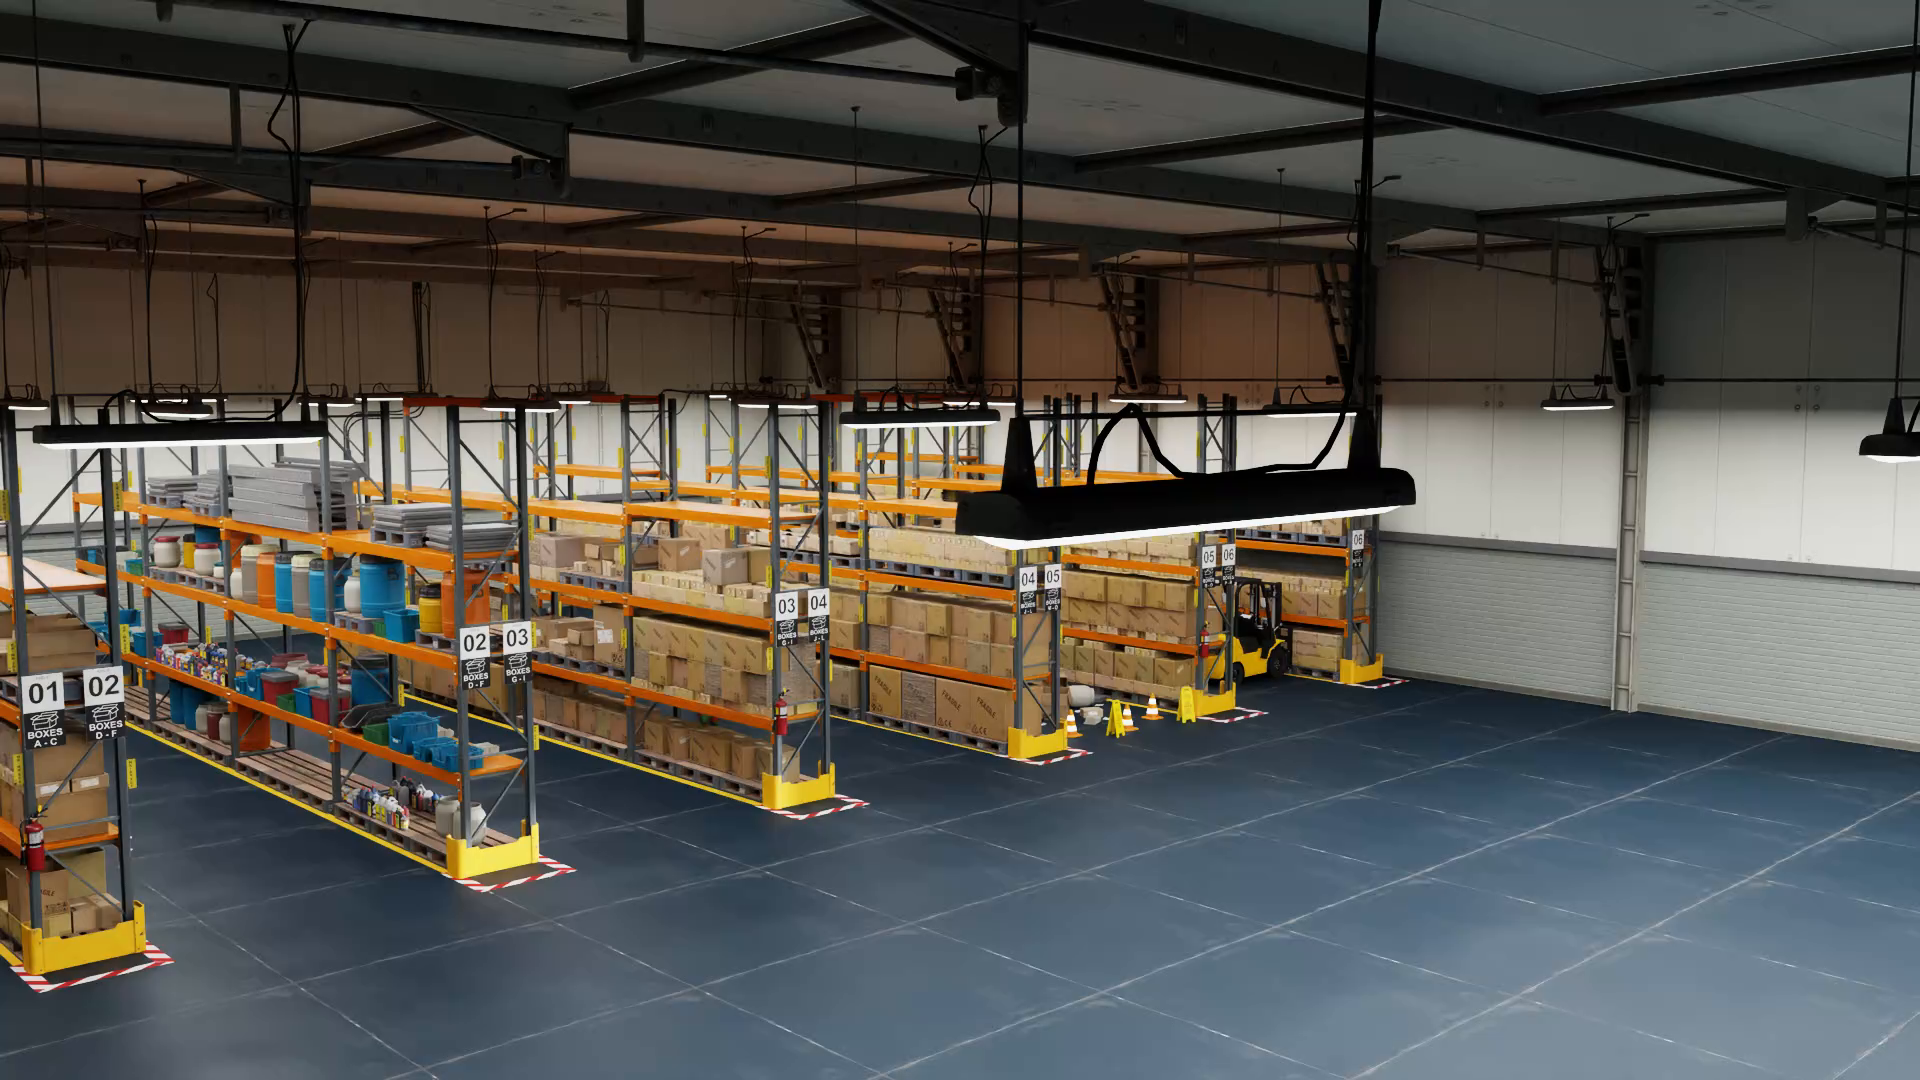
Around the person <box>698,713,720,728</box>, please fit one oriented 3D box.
[{"bbox_3d":[-4.391,2.608,29.239,0.571,1.783,0.711,-1,6,-10],"label":"person"}]

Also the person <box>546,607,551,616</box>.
[{"bbox_3d":[-8.351,2.209,34.324,0.428,1.694,0.501,-4,7,-38],"label":"person"}]
